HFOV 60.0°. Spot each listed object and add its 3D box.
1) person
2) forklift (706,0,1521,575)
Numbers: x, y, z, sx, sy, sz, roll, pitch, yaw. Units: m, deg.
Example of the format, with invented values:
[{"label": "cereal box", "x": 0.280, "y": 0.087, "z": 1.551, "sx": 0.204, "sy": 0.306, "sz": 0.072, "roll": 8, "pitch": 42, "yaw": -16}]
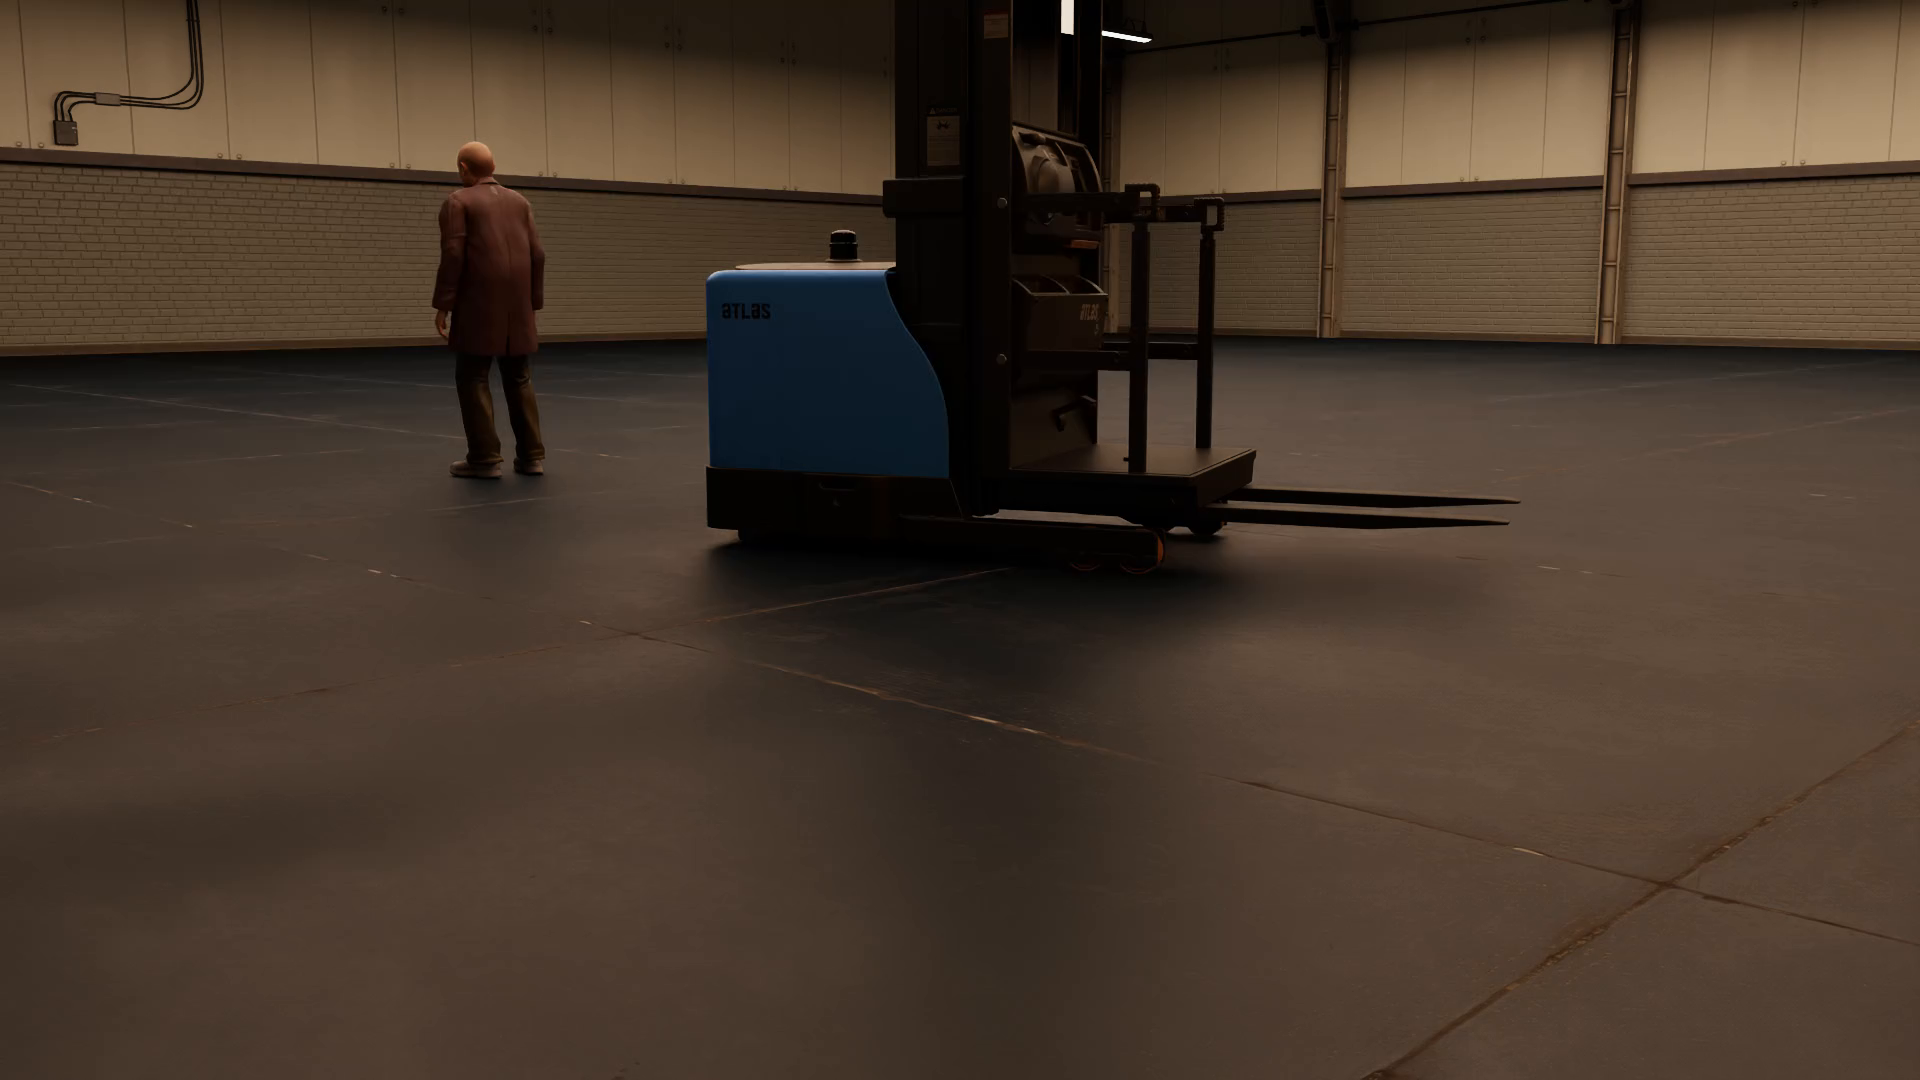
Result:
[{"label": "person", "x": -2.522, "y": -1.230, "z": 8.924, "sx": 0.423, "sy": 1.774, "sz": 0.656, "roll": 8, "pitch": 12, "yaw": 42}, {"label": "forklift", "x": 0.565, "y": -1.416, "z": 6.275, "sx": 3.031, "sy": 2.935, "sz": 1.130, "roll": 3, "pitch": 9, "yaw": 22}]
